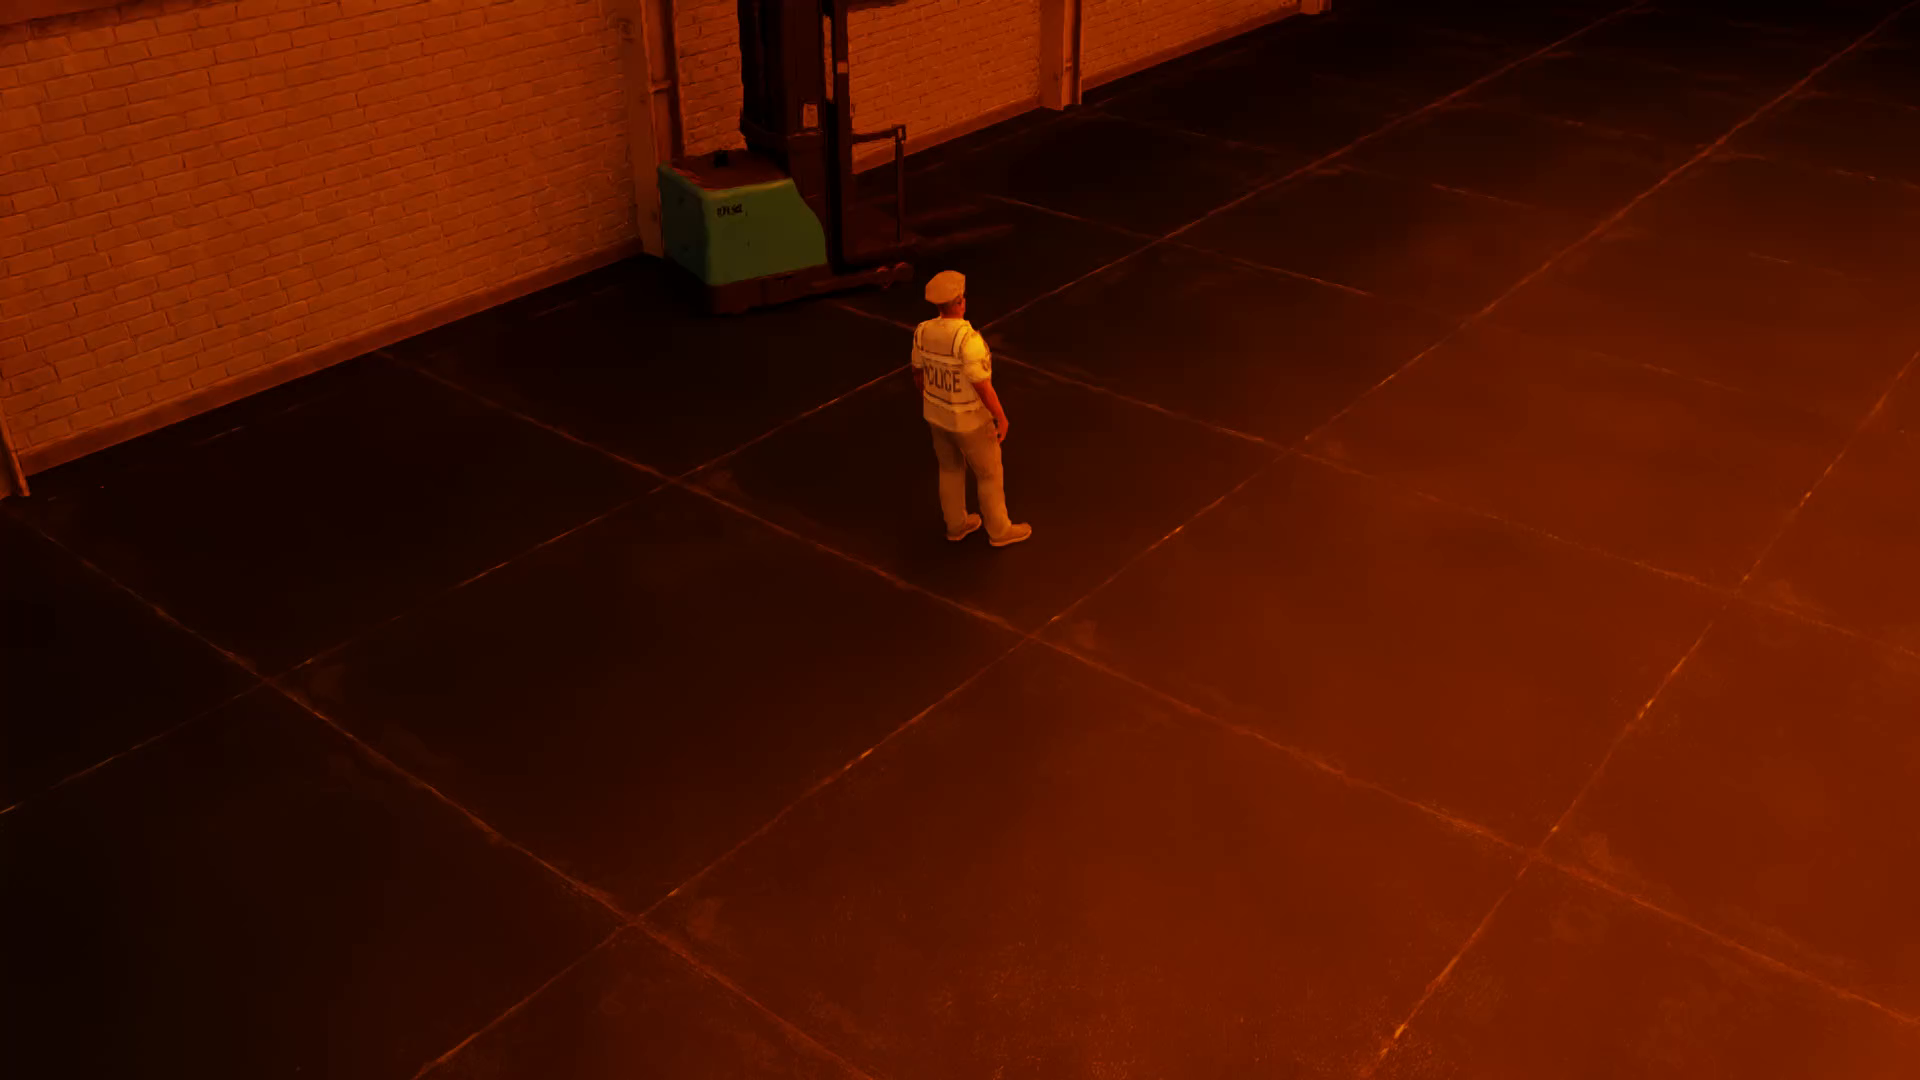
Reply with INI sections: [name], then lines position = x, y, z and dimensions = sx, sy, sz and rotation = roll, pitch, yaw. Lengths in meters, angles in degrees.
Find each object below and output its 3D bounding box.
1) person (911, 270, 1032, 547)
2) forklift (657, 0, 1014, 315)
[person]
position = 0.058, -0.803, 10.092
dimensions = 0.640, 1.781, 0.574
rotation = 22, 37, 33
[forklift]
position = -0.984, -3.641, 13.826
dimensions = 3.031, 2.935, 1.130
rotation = -17, 34, -26
